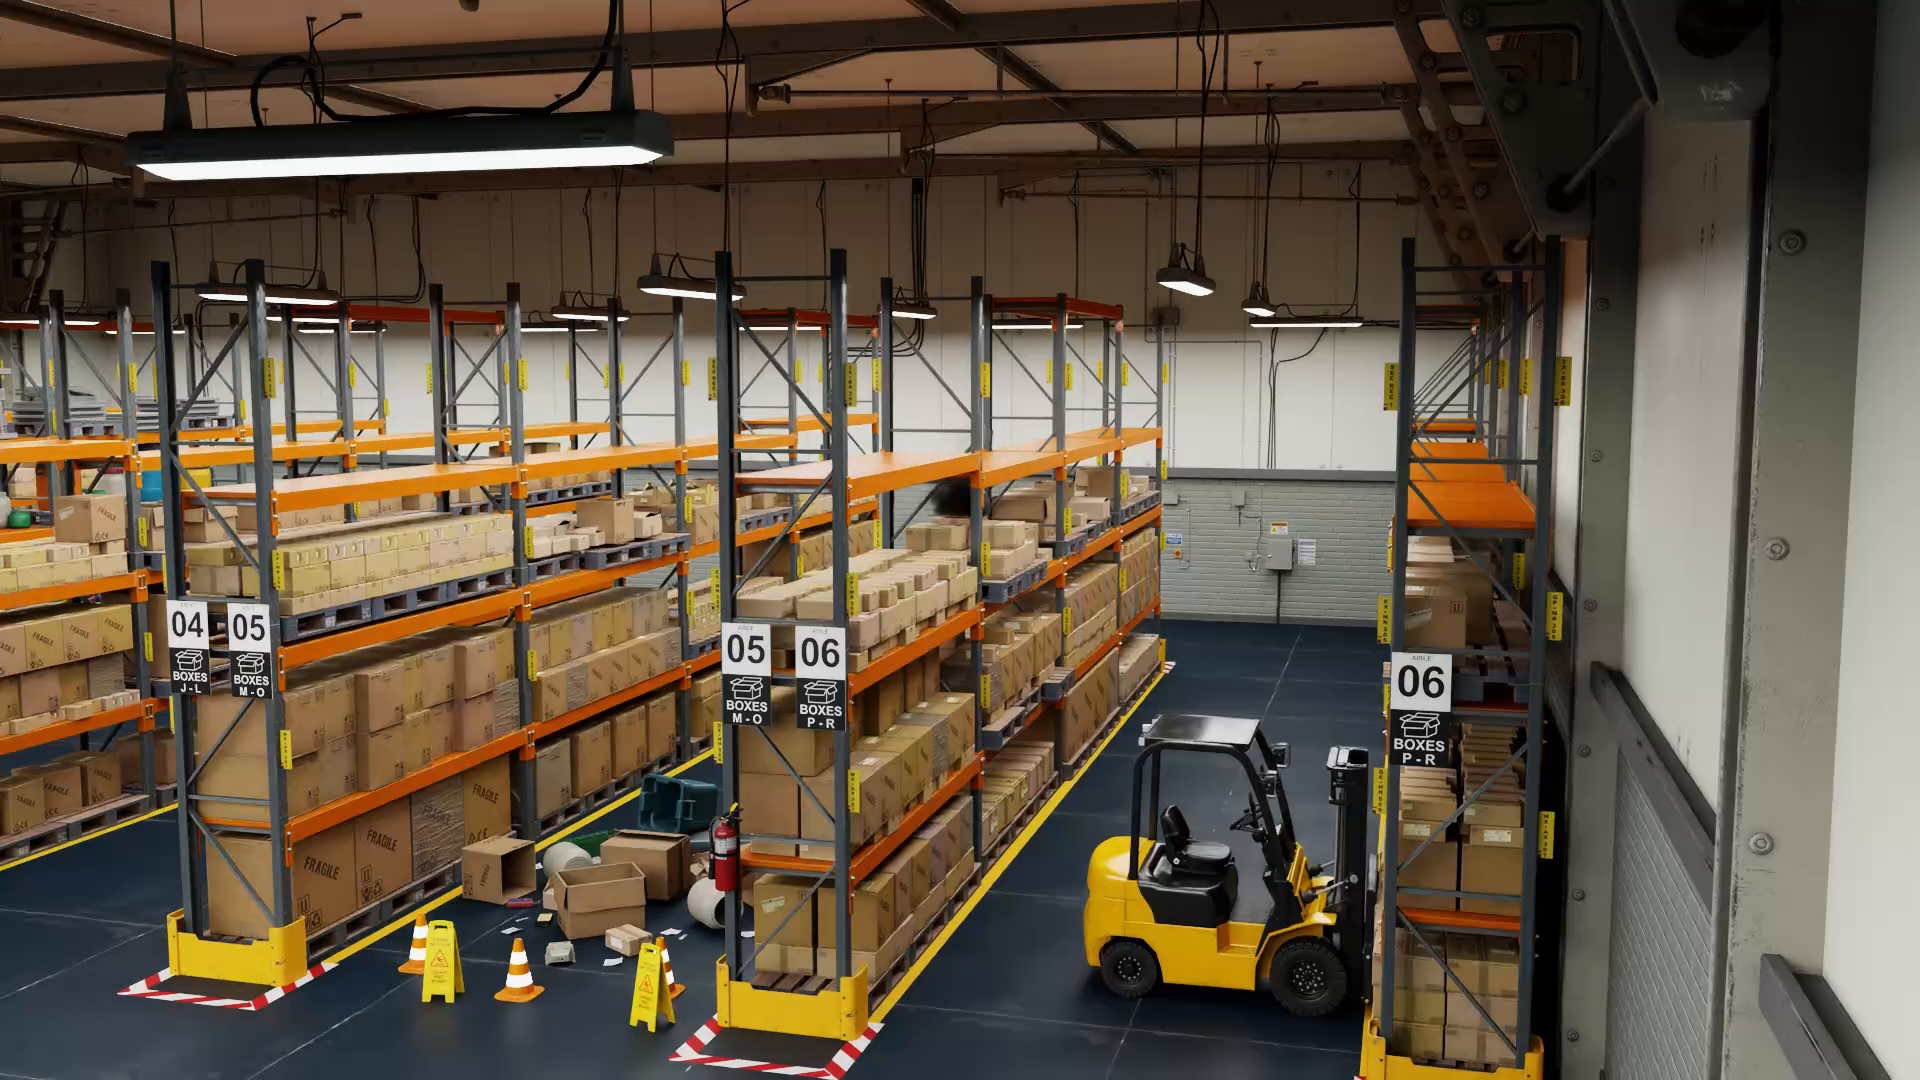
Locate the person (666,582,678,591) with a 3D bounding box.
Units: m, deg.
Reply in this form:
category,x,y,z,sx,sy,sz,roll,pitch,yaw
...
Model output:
category,x,y,z,sx,sy,sz,roll,pitch,yaw
person,-4.586,1.510,26.660,0.626,1.706,0.921,3,7,24
